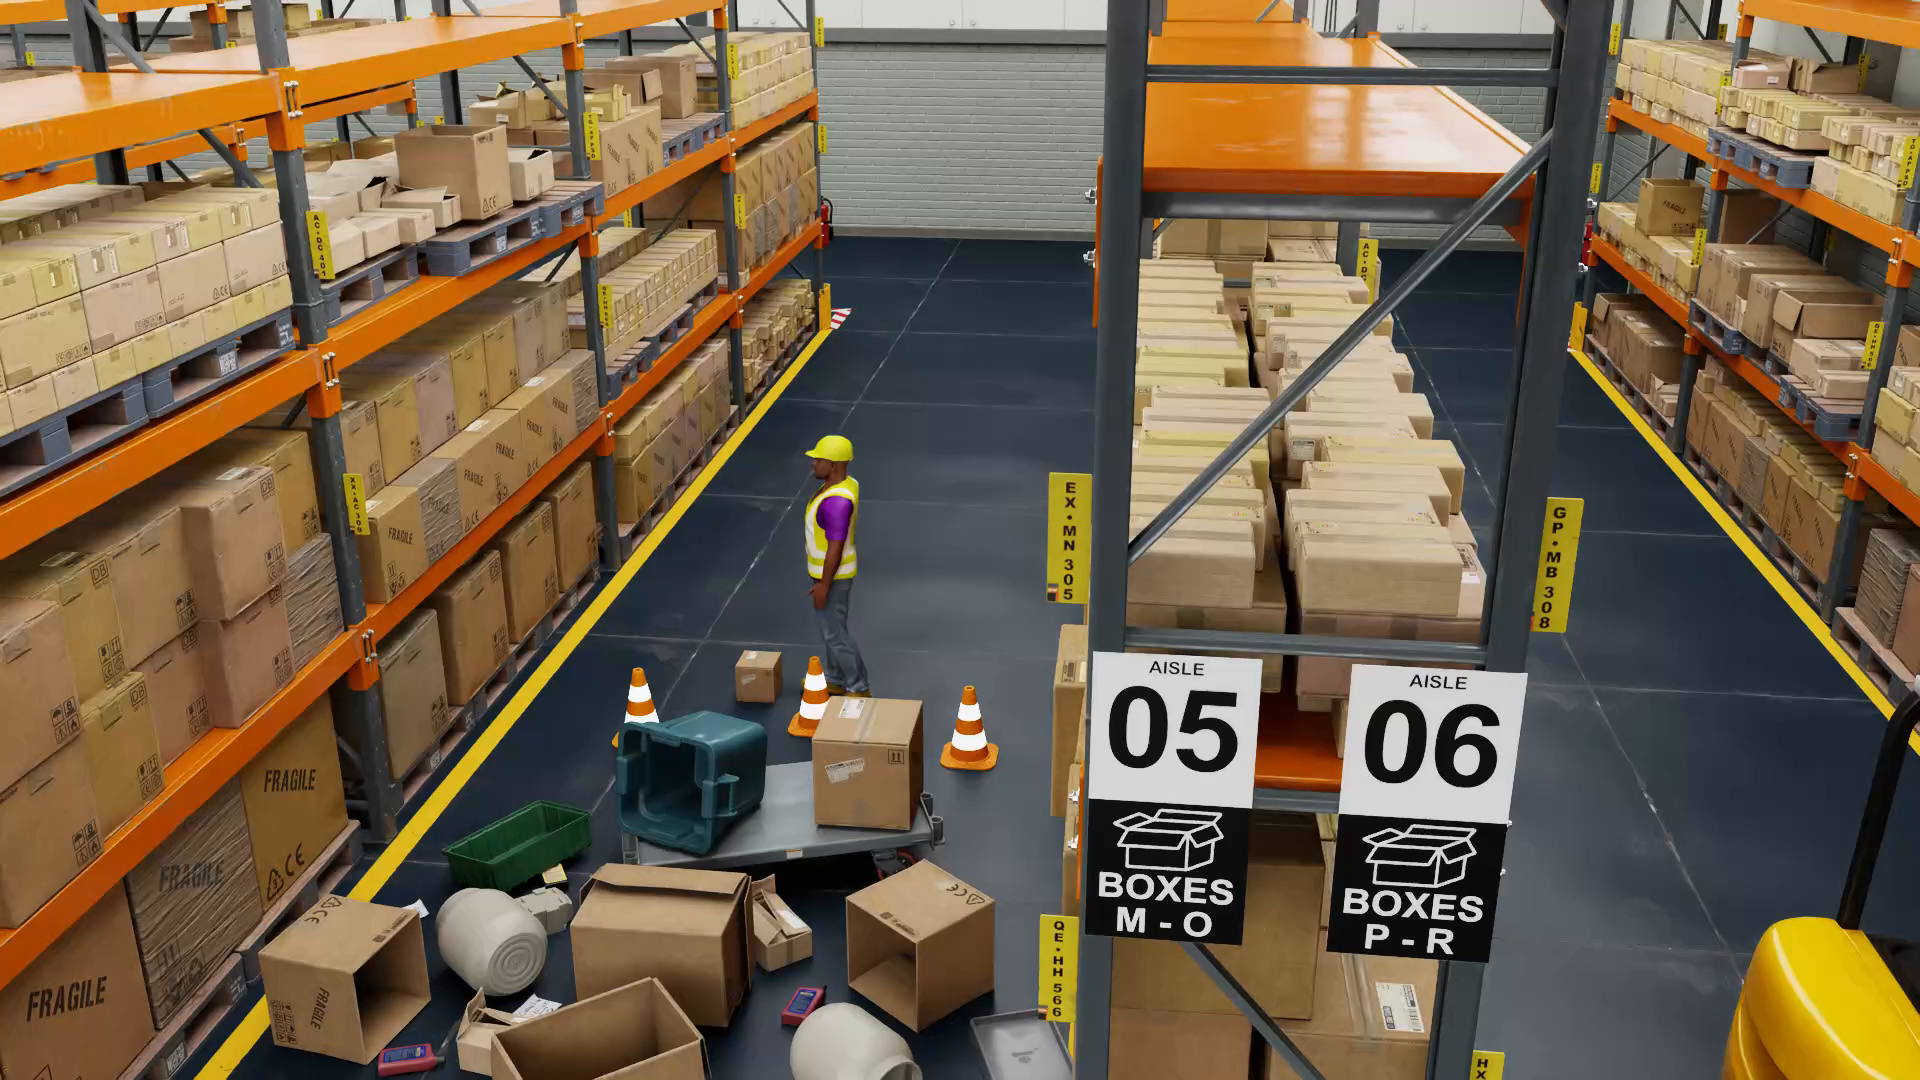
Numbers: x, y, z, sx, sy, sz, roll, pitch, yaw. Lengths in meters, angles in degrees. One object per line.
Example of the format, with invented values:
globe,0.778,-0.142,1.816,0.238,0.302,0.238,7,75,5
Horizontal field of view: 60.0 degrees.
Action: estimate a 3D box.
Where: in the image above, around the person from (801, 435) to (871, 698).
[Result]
person,-0.809,0.199,10.507,0.459,1.770,0.608,-1,21,-3
